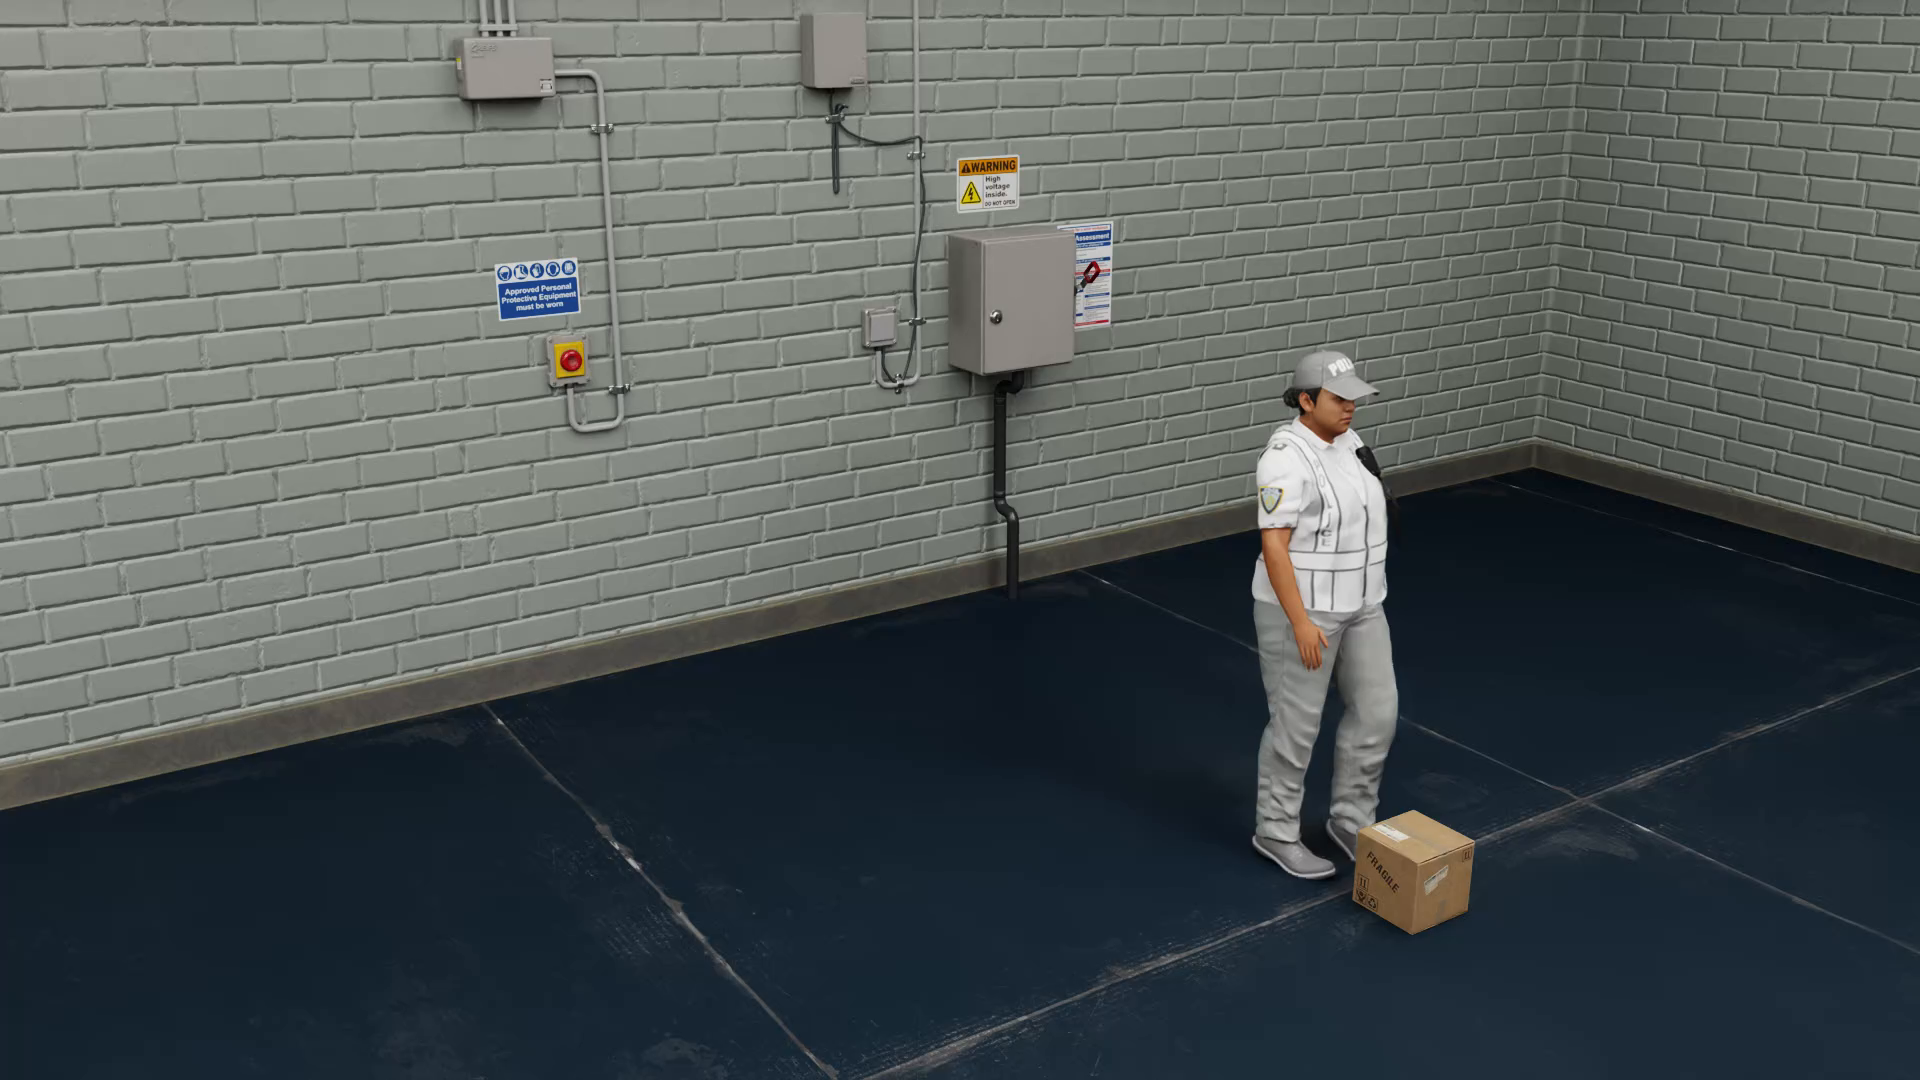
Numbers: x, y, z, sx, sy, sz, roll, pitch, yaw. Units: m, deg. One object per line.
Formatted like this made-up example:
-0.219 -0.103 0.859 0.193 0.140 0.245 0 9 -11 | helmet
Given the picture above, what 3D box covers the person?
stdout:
1.182 0.285 5.303 0.519 1.758 0.501 -15 23 -38 | person
